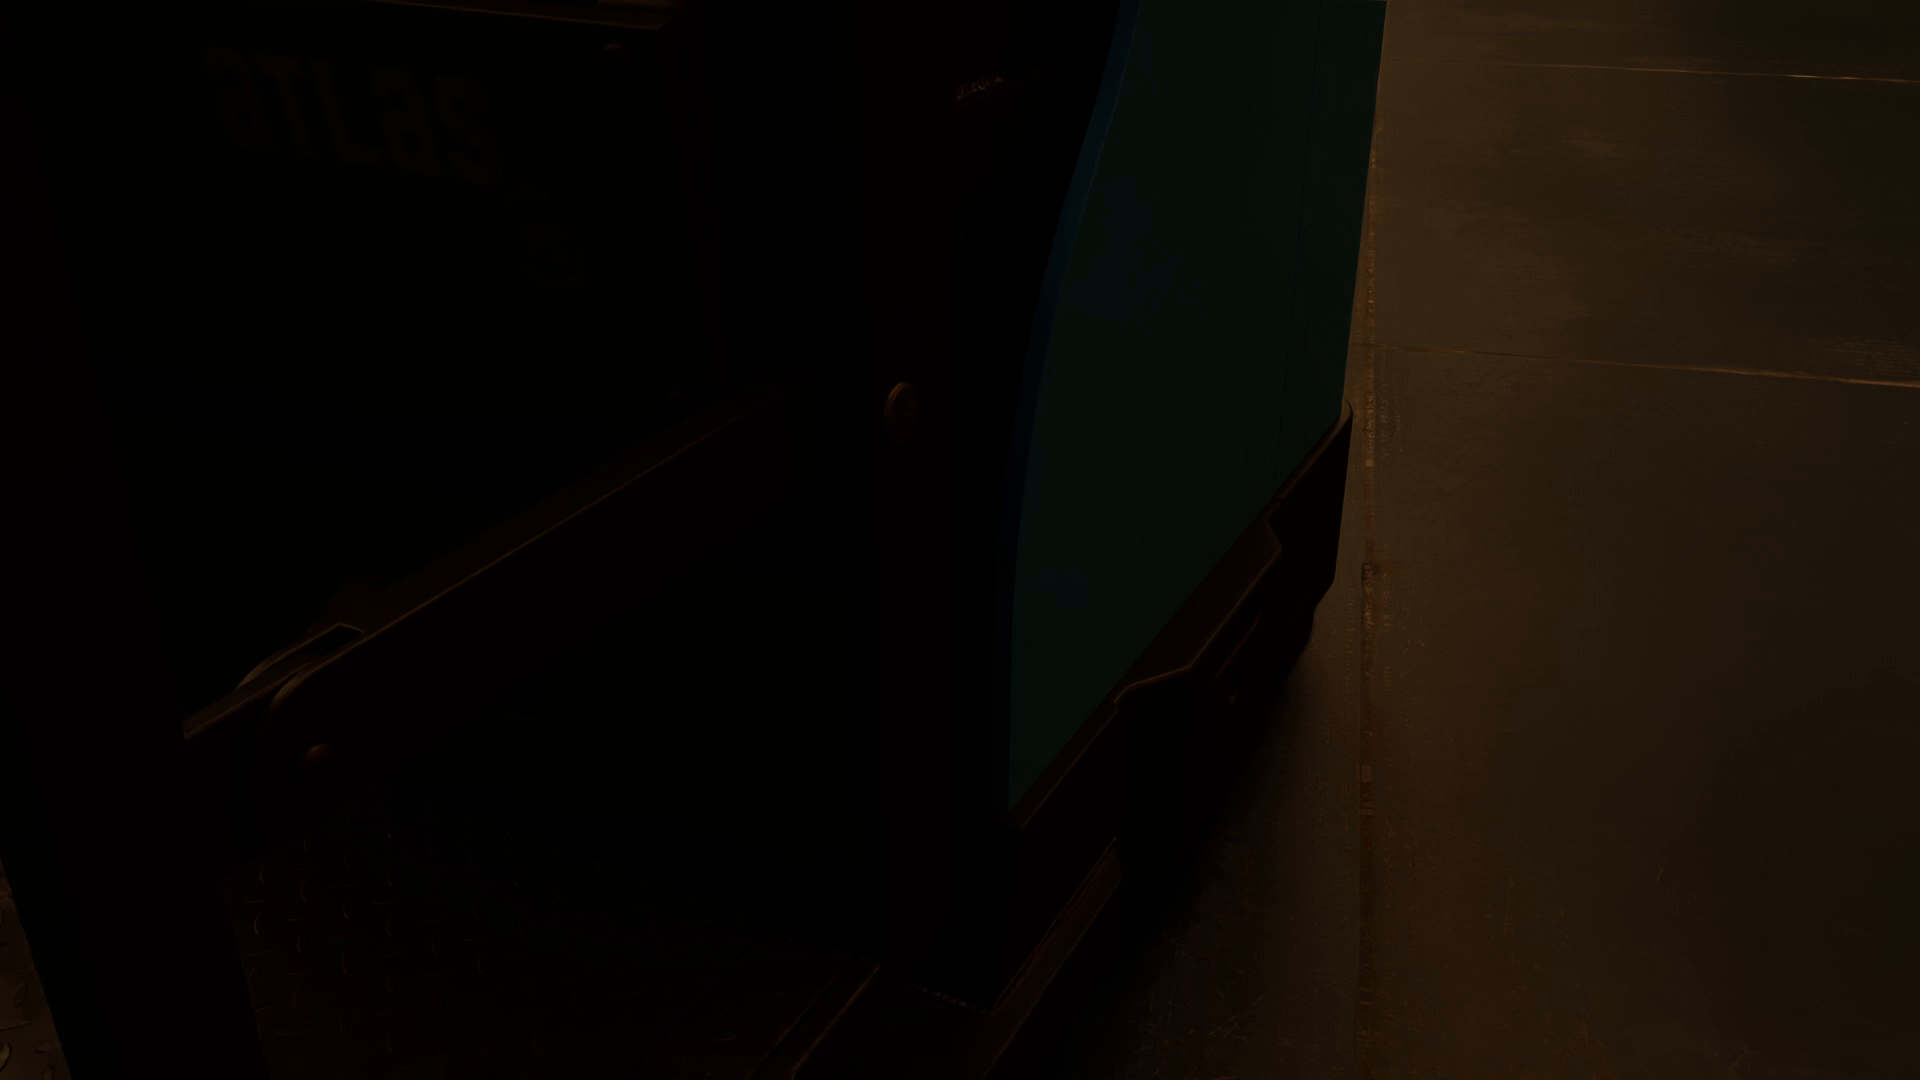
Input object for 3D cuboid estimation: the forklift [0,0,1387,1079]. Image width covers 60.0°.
[{"bbox_3d":[-0.624,-0.732,0.697,1.130,2.935,3.031,13,30,25],"label":"forklift"}]
